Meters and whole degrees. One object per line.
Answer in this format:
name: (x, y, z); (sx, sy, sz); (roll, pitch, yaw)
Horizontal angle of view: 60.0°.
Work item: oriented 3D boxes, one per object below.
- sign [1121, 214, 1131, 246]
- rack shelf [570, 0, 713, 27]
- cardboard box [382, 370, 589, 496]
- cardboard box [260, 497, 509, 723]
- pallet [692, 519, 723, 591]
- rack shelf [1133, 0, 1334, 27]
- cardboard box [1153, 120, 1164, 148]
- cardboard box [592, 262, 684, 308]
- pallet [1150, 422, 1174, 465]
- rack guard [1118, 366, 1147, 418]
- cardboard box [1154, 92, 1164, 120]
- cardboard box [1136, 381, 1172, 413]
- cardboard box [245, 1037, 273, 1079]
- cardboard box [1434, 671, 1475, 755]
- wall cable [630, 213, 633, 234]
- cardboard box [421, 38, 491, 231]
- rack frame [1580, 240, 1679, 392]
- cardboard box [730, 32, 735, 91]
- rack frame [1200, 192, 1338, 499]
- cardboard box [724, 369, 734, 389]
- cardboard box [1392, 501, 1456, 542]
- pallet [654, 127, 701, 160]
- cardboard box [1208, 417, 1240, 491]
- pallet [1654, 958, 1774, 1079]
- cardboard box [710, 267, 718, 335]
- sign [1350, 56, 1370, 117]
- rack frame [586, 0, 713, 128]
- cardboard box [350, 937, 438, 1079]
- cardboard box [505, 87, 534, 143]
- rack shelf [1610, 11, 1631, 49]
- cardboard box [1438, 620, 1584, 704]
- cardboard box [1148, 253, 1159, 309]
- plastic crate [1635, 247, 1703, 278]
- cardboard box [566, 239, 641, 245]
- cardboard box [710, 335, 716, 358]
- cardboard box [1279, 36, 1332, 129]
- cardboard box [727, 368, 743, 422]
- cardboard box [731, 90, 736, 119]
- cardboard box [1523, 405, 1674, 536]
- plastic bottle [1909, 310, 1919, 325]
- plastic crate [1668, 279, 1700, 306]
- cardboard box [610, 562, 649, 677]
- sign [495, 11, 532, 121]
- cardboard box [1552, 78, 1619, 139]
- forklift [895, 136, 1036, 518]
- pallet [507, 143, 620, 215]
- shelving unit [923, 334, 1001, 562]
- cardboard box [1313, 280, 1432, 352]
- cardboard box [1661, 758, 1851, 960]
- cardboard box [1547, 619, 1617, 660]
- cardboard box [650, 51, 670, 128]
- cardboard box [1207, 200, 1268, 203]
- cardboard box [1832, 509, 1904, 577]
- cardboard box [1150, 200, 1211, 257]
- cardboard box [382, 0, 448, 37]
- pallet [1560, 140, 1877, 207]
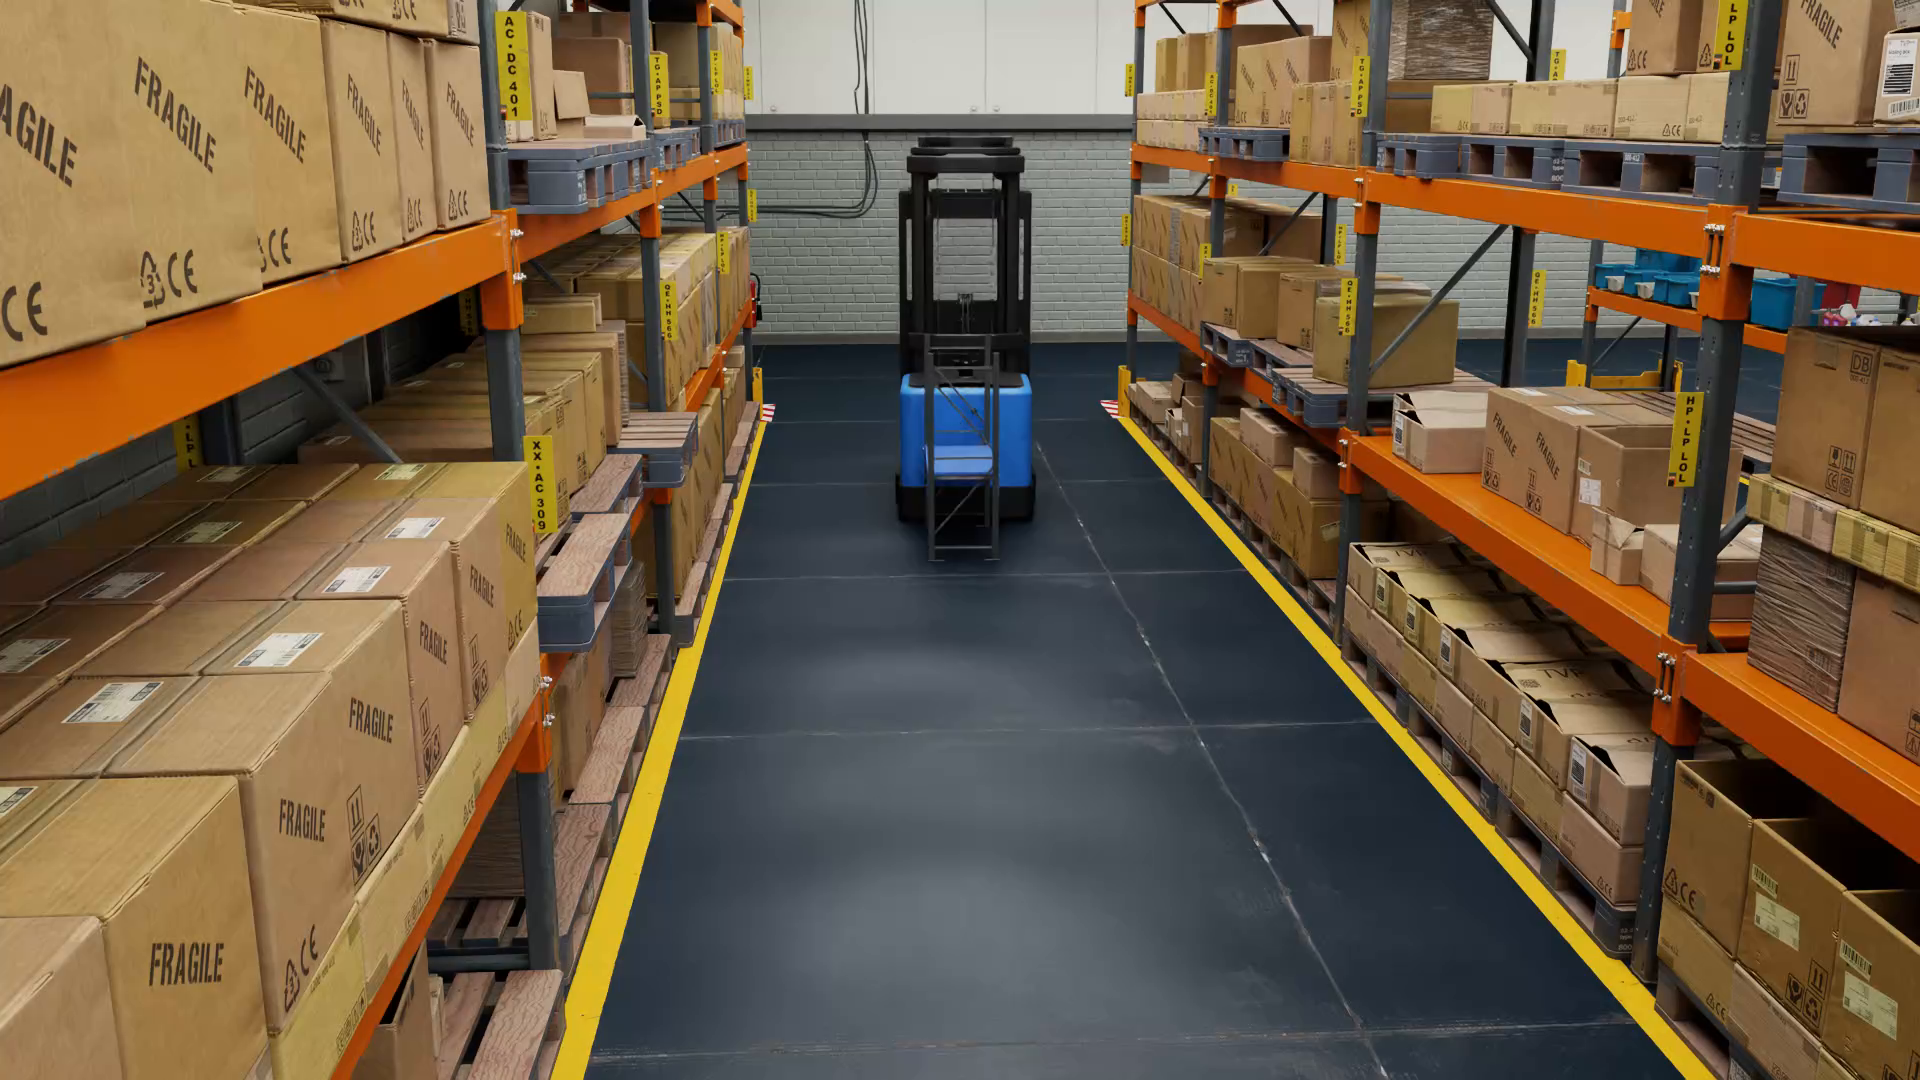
sign: (1.733, -3.225, 17.304); (0.100, 0.325, 0.005); (-1, 14, -3)
rack shelf: (-2.298, -3.608, 10.736); (1.077, 0.370, 4.000); (-1, 14, -3)
cardboard box: (-2.023, -0.443, 7.146); (0.700, 0.500, 0.500); (1, 14, 4)
cardboard box: (-1.552, 0.184, 4.547); (0.500, 0.500, 0.500); (-1, 14, -4)
pallet: (-2.220, 0.103, 11.701); (1.003, 0.211, 1.213); (-1, 14, -3)
rack shelf: (2.398, -4.872, 14.854); (1.077, 0.370, 4.000); (-1, 14, -3)
cardboard box: (2.103, -3.814, 15.610); (0.500, 0.250, 0.500); (-1, 14, -3)
cardboard box: (-1.979, -1.563, 10.239); (0.500, 0.250, 0.500); (-1, 14, -4)
pallet: (2.402, -0.944, 15.772); (1.003, 0.211, 1.213); (-1, 14, -3)
rack guard: (2.279, -1.585, 17.683); (1.175, 0.500, 0.348); (-1, 14, -3)
cardboard box: (2.108, -4.056, 15.548); (0.500, 0.250, 0.500); (-1, 14, -3)
cardboard box: (2.056, -1.432, 16.706); (0.500, 0.250, 0.500); (-1, 14, -3)
cardboard box: (-1.438, 1.050, 2.686); (0.500, 0.250, 0.500); (-1, 14, -5)
cardboard box: (2.611, 0.820, 7.995); (0.500, 0.250, 0.500); (-1, 14, -2)
wall cable: (-3.693, -3.533, 18.198); (0.084, 1.984, 1.851); (-1, 14, -3)
cardboard box: (-1.648, -1.141, 4.680); (0.500, 0.500, 0.500); (0, 14, -2)
rack frame: (7.218, -2.890, 17.738); (1.000, 3.000, 0.127); (-1, 14, -3)
cardboard box: (-2.291, -4.300, 14.951); (0.500, 0.500, 0.500); (-2, 15, -6)
rack frame: (2.522, -1.819, 13.578); (1.000, 3.000, 0.127); (-1, 14, -3)
cardboard box: (-2.238, -1.454, 15.031); (0.380, 0.149, 0.250); (-1, 14, -5)
cardboard box: (3.027, 0.055, 10.426); (0.500, 0.500, 0.500); (0, 14, -1)
pallet: (-2.316, -2.875, 12.044); (0.805, 0.209, 1.217); (-1, 15, -6)
cardboard box: (2.309, -0.698, 13.353); (0.500, 0.500, 0.500); (-2, 15, -6)
pallet: (3.025, 1.719, 5.422); (1.003, 0.211, 1.213); (-1, 14, -3)
cardboard box: (-2.142, -1.833, 12.794); (0.500, 0.500, 0.500); (-1, 14, -4)
sign: (2.228, -2.520, 9.243); (0.100, 0.325, 0.005); (-1, 14, -3)
rack frame: (-2.422, -4.647, 12.530); (1.000, 3.000, 0.127); (-1, 14, -3)
cardboard box: (-1.822, 1.503, 4.800); (0.500, 0.500, 0.500); (-2, 15, -8)
cardboard box: (-1.918, -1.656, 6.258); (0.500, 0.311, 0.500); (0, 14, -2)
rack shelf: (7.342, -4.756, 15.197); (1.077, 0.370, 4.000); (-1, 14, -3)
cardboard box: (2.612, 0.552, 7.911); (0.500, 0.311, 0.500); (-1, 14, -4)
cardboard box: (2.104, -2.495, 16.004); (0.500, 0.500, 0.500); (-1, 14, -4)
plastic crate: (7.425, -2.856, 17.414); (0.616, 0.435, 0.499); (-1, 14, -3)
cardboard box: (-2.614, -2.059, 12.166); (0.500, 0.250, 0.500); (-1, 14, -3)
cardboard box: (-2.079, -1.488, 12.754); (0.380, 0.149, 0.250); (-1, 14, -2)
cardboard box: (2.565, -3.114, 11.347); (0.600, 0.600, 0.600); (-1, 15, -6)
cardboard box: (-2.495, -1.433, 16.249); (0.700, 0.500, 0.500); (-1, 14, -4)
cardboard box: (-2.289, -3.932, 15.026); (0.500, 0.250, 0.500); (-1, 14, -5)
cardboard box: (2.923, -0.325, 7.570); (0.500, 0.500, 0.500); (-1, 14, -3)
plastic bottle: (7.813, -1.742, 13.526); (0.152, 0.276, 0.135); (-1, 14, -3)
plastic crate: (7.005, -2.369, 15.930); (0.416, 0.233, 0.300); (-1, 14, -3)
cardboard box: (-2.077, 0.429, 8.975); (0.700, 0.500, 0.500); (-1, 14, -3)
sign: (-1.385, -1.466, 5.146); (0.100, 0.325, 0.005); (-1, 14, -3)
cardboard box: (2.960, -1.890, 7.290); (0.500, 0.250, 0.500); (-2, 15, -8)
forklift: (0.040, -1.904, 14.042); (1.130, 2.935, 3.031); (0, 14, 0)
pallet: (-1.858, -1.269, 5.797); (1.213, 0.211, 1.003); (-1, 14, -3)
shelving unit: (0.003, -0.700, 12.236); (0.538, 1.500, 1.048); (-1, 14, -2)
cardboard box: (2.752, -1.462, 11.144); (0.700, 0.500, 0.500); (2, 15, 7)
cardboard box: (2.734, 1.055, 5.575); (0.500, 0.500, 0.500); (-1, 14, -3)
cardboard box: (3.144, 0.538, 7.966); (0.500, 0.311, 0.500); (0, 14, -2)
cardboard box: (-2.378, -3.098, 11.445); (0.700, 0.500, 0.500); (-1, 14, -4)
cardboard box: (2.645, -2.986, 15.905); (0.500, 0.500, 0.500); (0, 14, -2)
cardboard box: (2.874, 0.004, 4.989); (0.380, 0.149, 0.250); (-1, 14, -5)
cardboard box: (2.105, -2.978, 15.874); (0.500, 0.500, 0.500); (-1, 14, -3)
cardboard box: (-1.580, -1.490, 4.031); (0.500, 0.500, 0.500); (0, 14, 0)
pallet: (2.950, -1.409, 6.347); (0.805, 0.209, 1.217); (-1, 15, -6)
